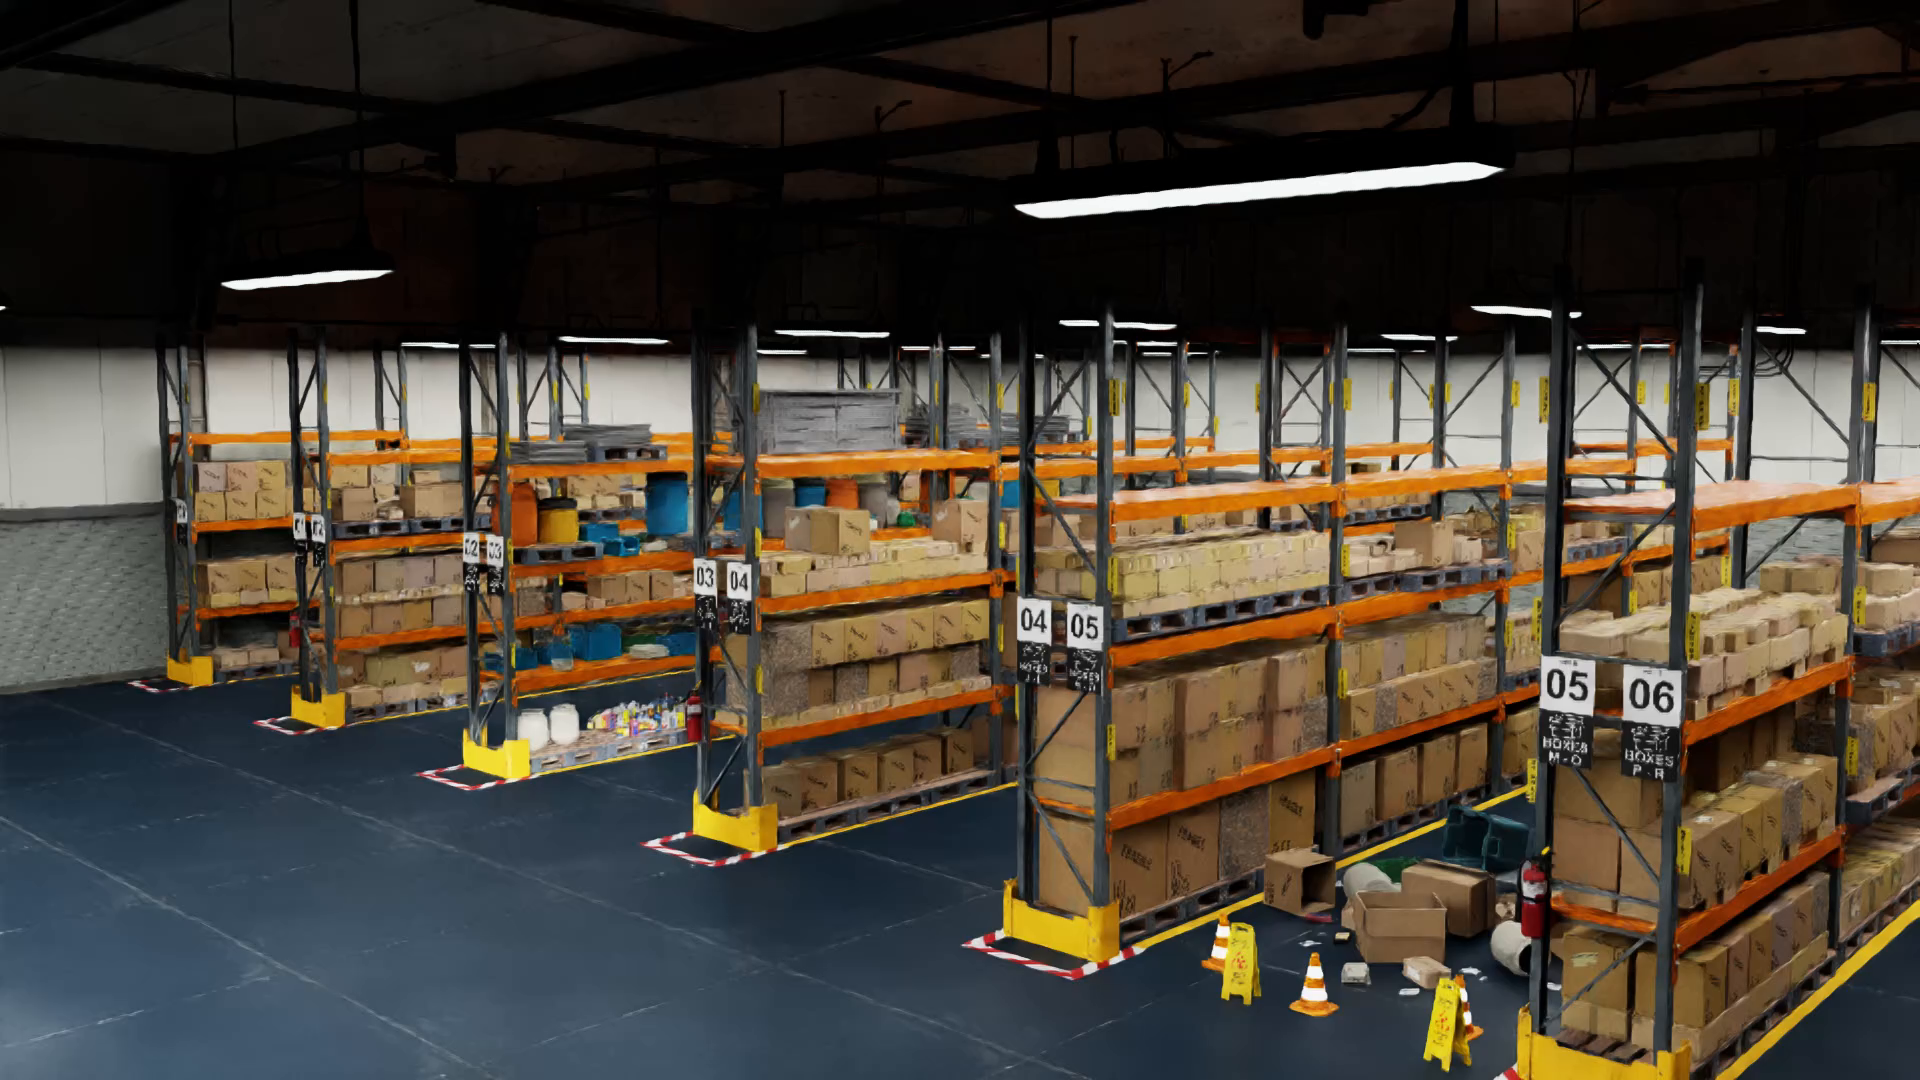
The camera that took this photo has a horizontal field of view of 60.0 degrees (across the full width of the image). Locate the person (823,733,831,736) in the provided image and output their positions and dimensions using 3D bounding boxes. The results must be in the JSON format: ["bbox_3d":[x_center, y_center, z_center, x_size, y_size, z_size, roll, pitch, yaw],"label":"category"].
[{"bbox_3d":[-2.081,2.061,24.614,0.659,1.583,0.796,2,6,20],"label":"person"}]
